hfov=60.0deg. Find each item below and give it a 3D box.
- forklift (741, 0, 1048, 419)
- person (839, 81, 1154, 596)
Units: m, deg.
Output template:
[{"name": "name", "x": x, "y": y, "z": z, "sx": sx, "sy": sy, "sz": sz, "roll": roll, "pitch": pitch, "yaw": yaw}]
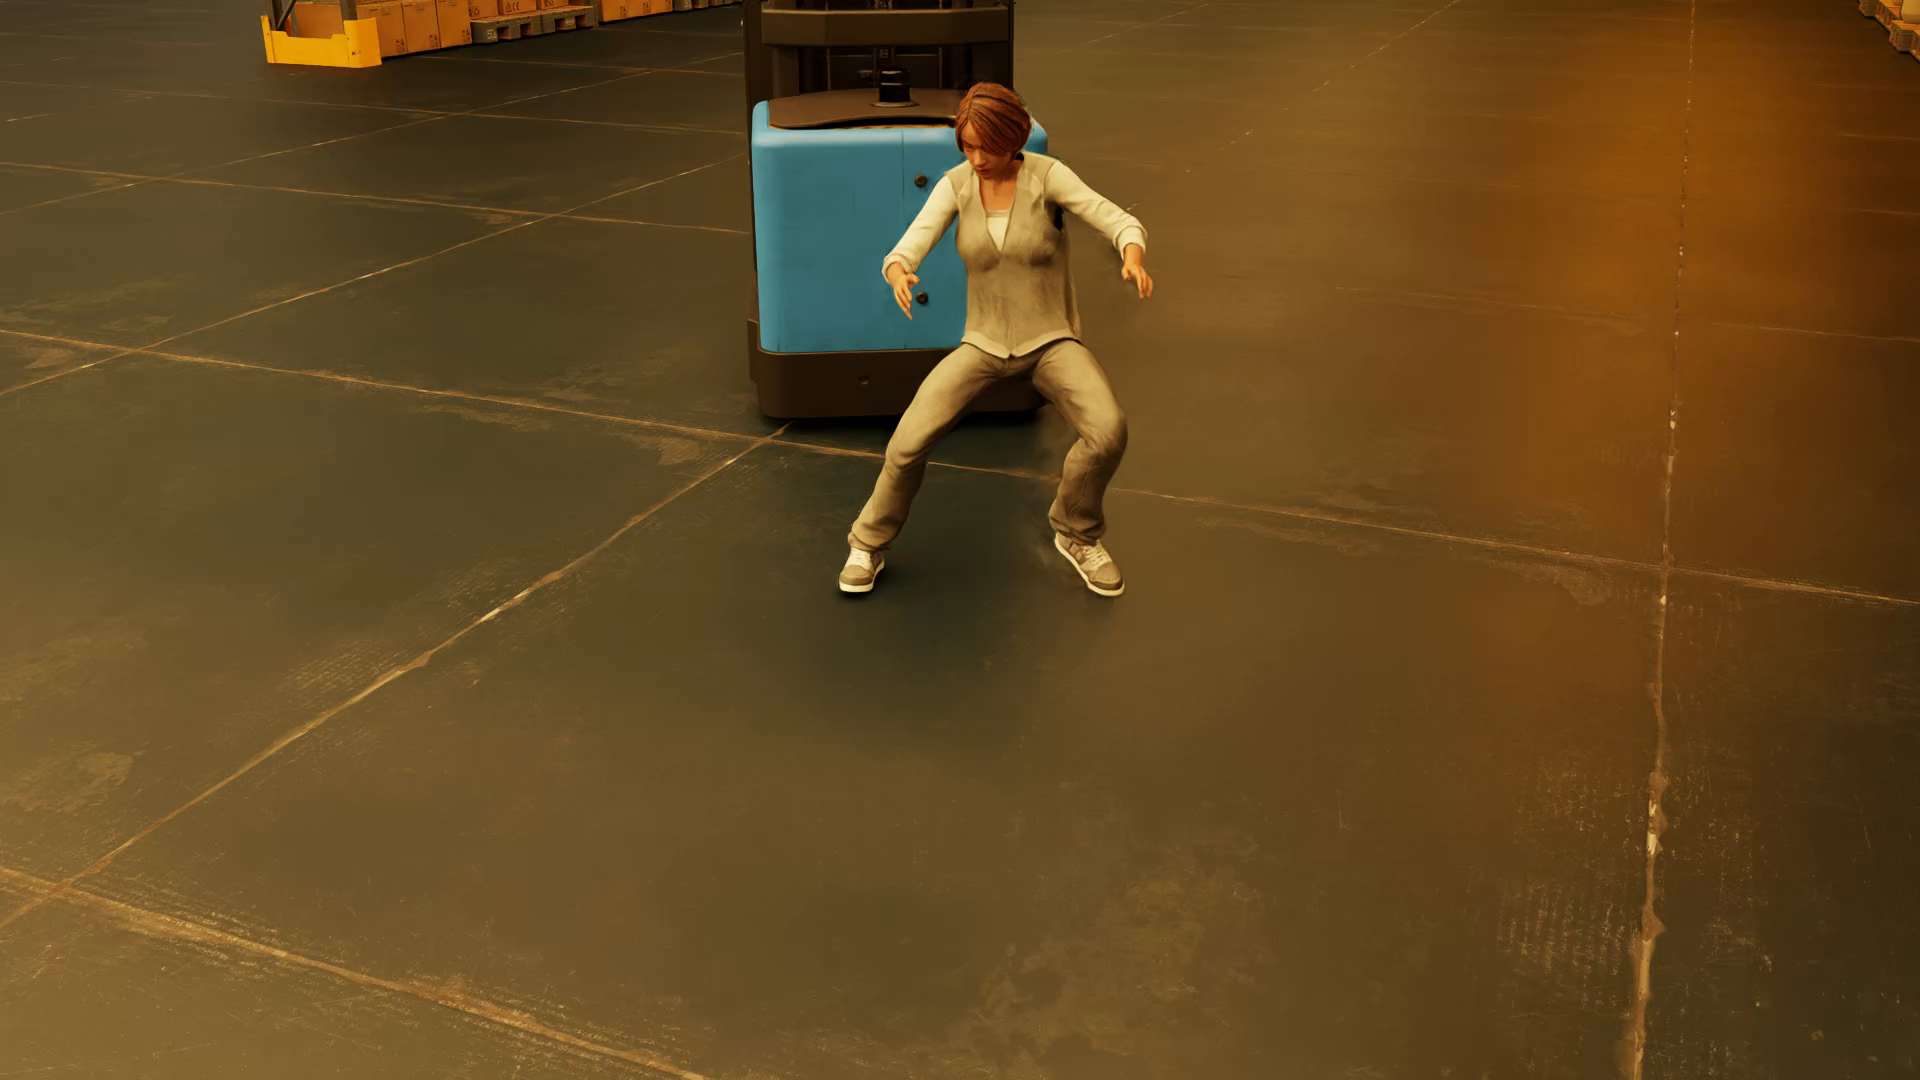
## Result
[{"name": "forklift", "x": -0.355, "y": -2.317, "z": 6.836, "sx": 1.130, "sy": 2.935, "sz": 3.031, "roll": -2, "pitch": 23, "yaw": -6}, {"name": "person", "x": 0.105, "y": -0.510, "z": 4.504, "sx": 0.871, "sy": 1.392, "sz": 0.678, "roll": 6, "pitch": 23, "yaw": 14}]
